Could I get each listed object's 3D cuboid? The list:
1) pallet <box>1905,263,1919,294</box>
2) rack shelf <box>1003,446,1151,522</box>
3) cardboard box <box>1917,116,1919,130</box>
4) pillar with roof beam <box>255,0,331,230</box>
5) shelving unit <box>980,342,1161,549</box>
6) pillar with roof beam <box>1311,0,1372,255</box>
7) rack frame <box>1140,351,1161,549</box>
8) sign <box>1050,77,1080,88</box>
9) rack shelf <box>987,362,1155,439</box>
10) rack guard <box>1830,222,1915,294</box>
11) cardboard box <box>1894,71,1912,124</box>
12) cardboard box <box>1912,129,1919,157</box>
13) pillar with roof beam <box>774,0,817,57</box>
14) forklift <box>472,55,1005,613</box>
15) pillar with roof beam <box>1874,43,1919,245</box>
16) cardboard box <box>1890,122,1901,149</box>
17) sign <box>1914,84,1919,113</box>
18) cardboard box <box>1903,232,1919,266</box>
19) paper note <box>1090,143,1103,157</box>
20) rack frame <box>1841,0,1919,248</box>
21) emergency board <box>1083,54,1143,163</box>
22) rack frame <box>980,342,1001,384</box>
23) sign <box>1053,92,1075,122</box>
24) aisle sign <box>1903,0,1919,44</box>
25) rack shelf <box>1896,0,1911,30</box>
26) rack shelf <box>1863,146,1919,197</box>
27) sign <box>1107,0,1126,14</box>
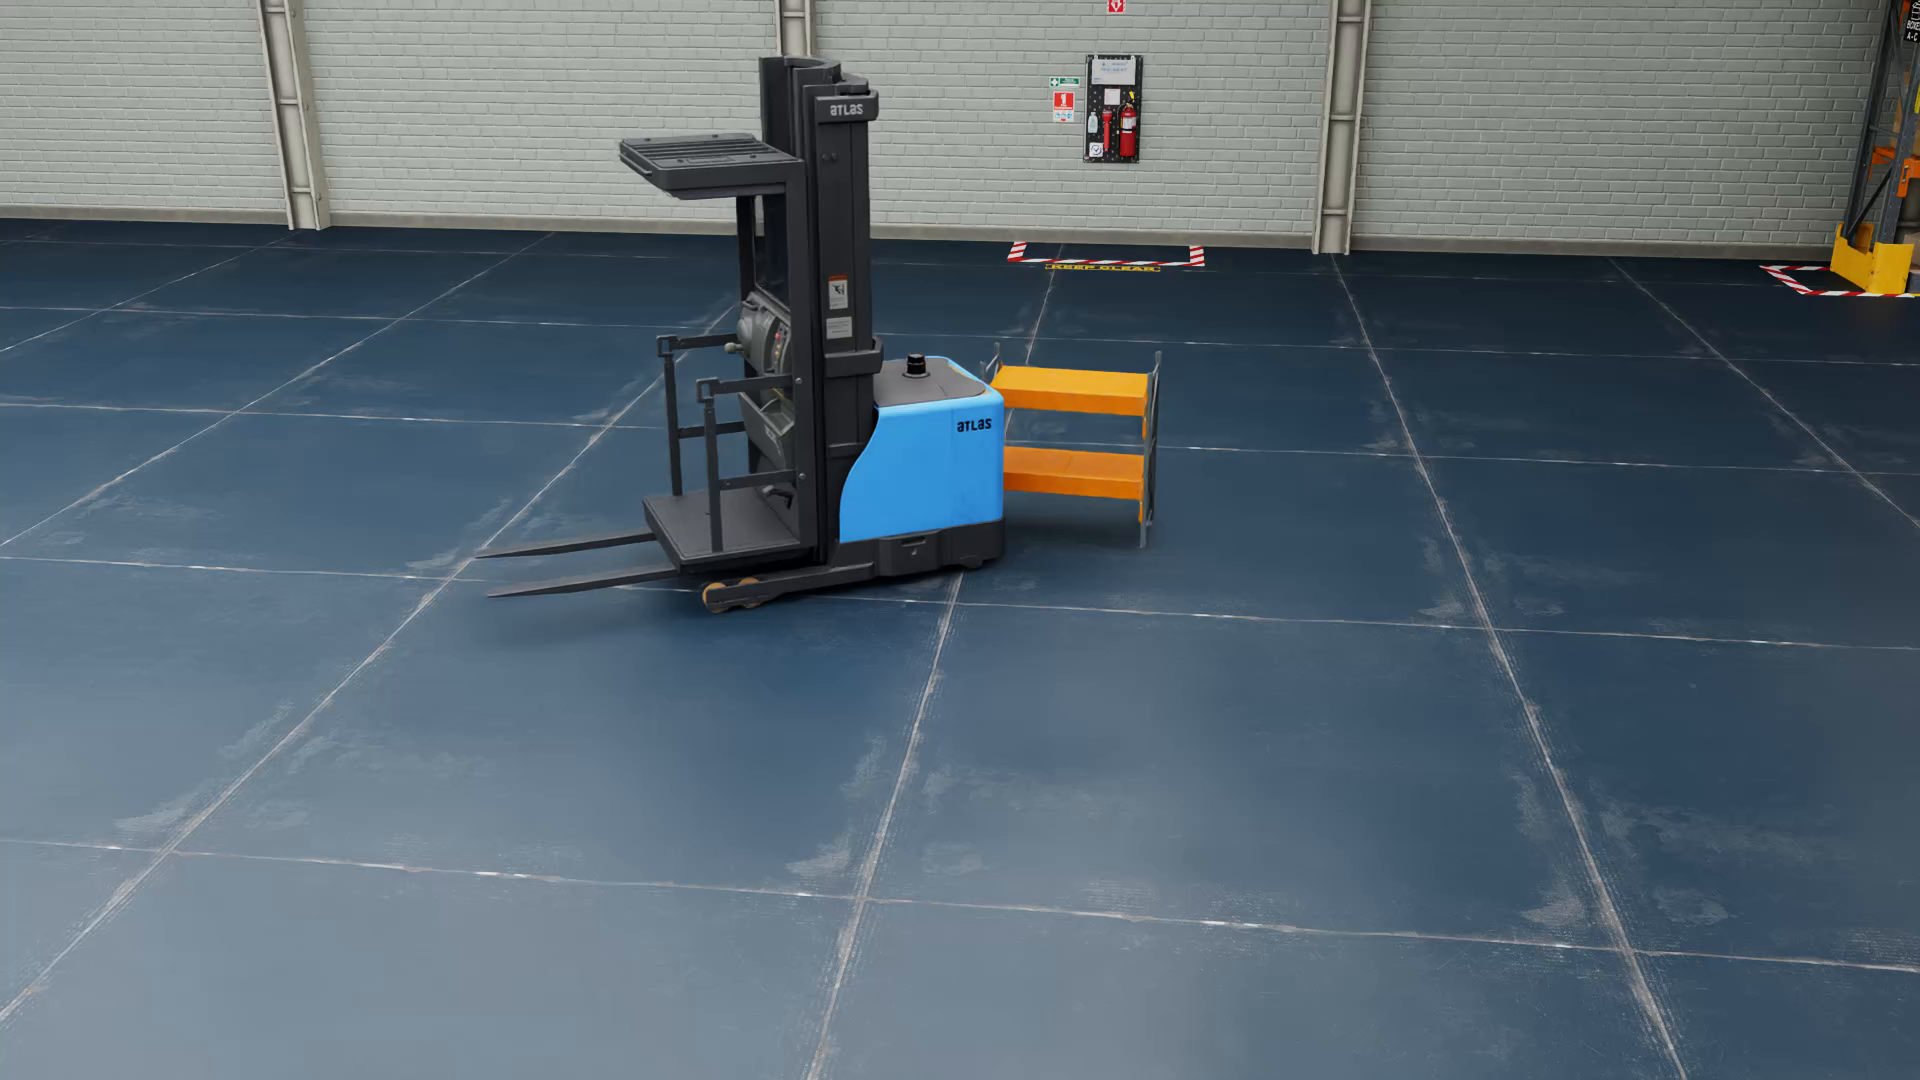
[{"bbox_3d":[10.180,-2.729,17.055,1.213,0.211,1.003,2,22,6],"label":"pallet"},{"bbox_3d":[0.688,-0.373,10.518,1.000,0.278,0.538,5,22,12],"label":"rack shelf"},{"bbox_3d":[9.741,-4.235,16.228,0.500,0.500,0.500,3,22,6],"label":"cardboard box"},{"bbox_3d":[-8.283,-6.359,14.286,0.400,9.000,9.100,2,22,6],"label":"pillar with roof beam"},{"bbox_3d":[0.688,-0.600,10.429,1.048,1.125,0.538,5,22,12],"label":"shelving unit"},{"bbox_3d":[3.634,-5.840,12.972,0.400,9.000,9.100,2,22,6],"label":"pillar with roof beam"},{"bbox_3d":[1.184,-0.560,10.327,0.032,1.125,0.500,5,22,12],"label":"rack frame"},{"bbox_3d":[1.157,-5.064,18.400,0.331,0.109,0.001,2,22,6],"label":"sign"},{"bbox_3d":[0.688,-0.873,10.321,1.000,0.278,0.538,5,22,12],"label":"rack shelf"},{"bbox_3d":[9.377,-2.911,17.123,0.348,0.500,1.175,2,22,6],"label":"rack guard"},{"bbox_3d":[9.795,-4.422,16.703,0.500,0.500,0.500,2,22,6],"label":"cardboard box"},{"bbox_3d":[9.749,-3.879,16.349,0.500,0.250,0.500,2,22,5],"label":"cardboard box"},{"bbox_3d":[-2.324,-6.100,13.629,0.400,9.000,9.100,2,22,6],"label":"pillar with roof beam"},{"bbox_3d":[-1.297,-1.172,9.417,3.031,2.935,1.130,-8,23,-20],"label":"forklift"},{"bbox_3d":[9.592,-5.581,12.316,0.400,9.000,9.100,2,22,6],"label":"pillar with roof beam"},{"bbox_3d":[9.789,-4.067,16.824,0.500,0.250,0.500,3,22,7],"label":"cardboard box"},{"bbox_3d":[9.238,-4.281,16.012,0.005,0.325,0.100,2,22,6],"label":"sign"},{"bbox_3d":[9.978,-2.968,16.927,0.500,0.311,0.500,0,22,0],"label":"cardboard box"},{"bbox_3d":[1.523,-4.366,18.602,0.142,0.148,0.016,2,22,6],"label":"paper note"},{"bbox_3d":[9.302,-4.077,16.672,0.127,3.000,1.000,2,22,6],"label":"rack frame"},{"bbox_3d":[1.691,-4.743,18.357,0.643,1.169,0.194,2,22,6],"label":"emergency board"},{"bbox_3d":[0.191,-0.641,10.530,0.032,1.125,0.500,5,22,12],"label":"rack frame"},{"bbox_3d":[1.154,-4.821,18.506,0.234,0.329,0.001,2,22,6],"label":"sign"},{"bbox_3d":[9.195,-5.179,15.925,0.004,0.787,0.394,2,22,6],"label":"aisle sign"},{"bbox_3d":[11.288,-5.051,16.034,4.000,0.370,1.077,2,22,6],"label":"rack shelf"},{"bbox_3d":[11.288,-3.656,16.585,4.000,0.370,1.077,2,22,6],"label":"rack shelf"},{"bbox_3d":[1.695,-5.858,18.023,0.199,0.298,0.001,2,22,6],"label":"sign"}]
